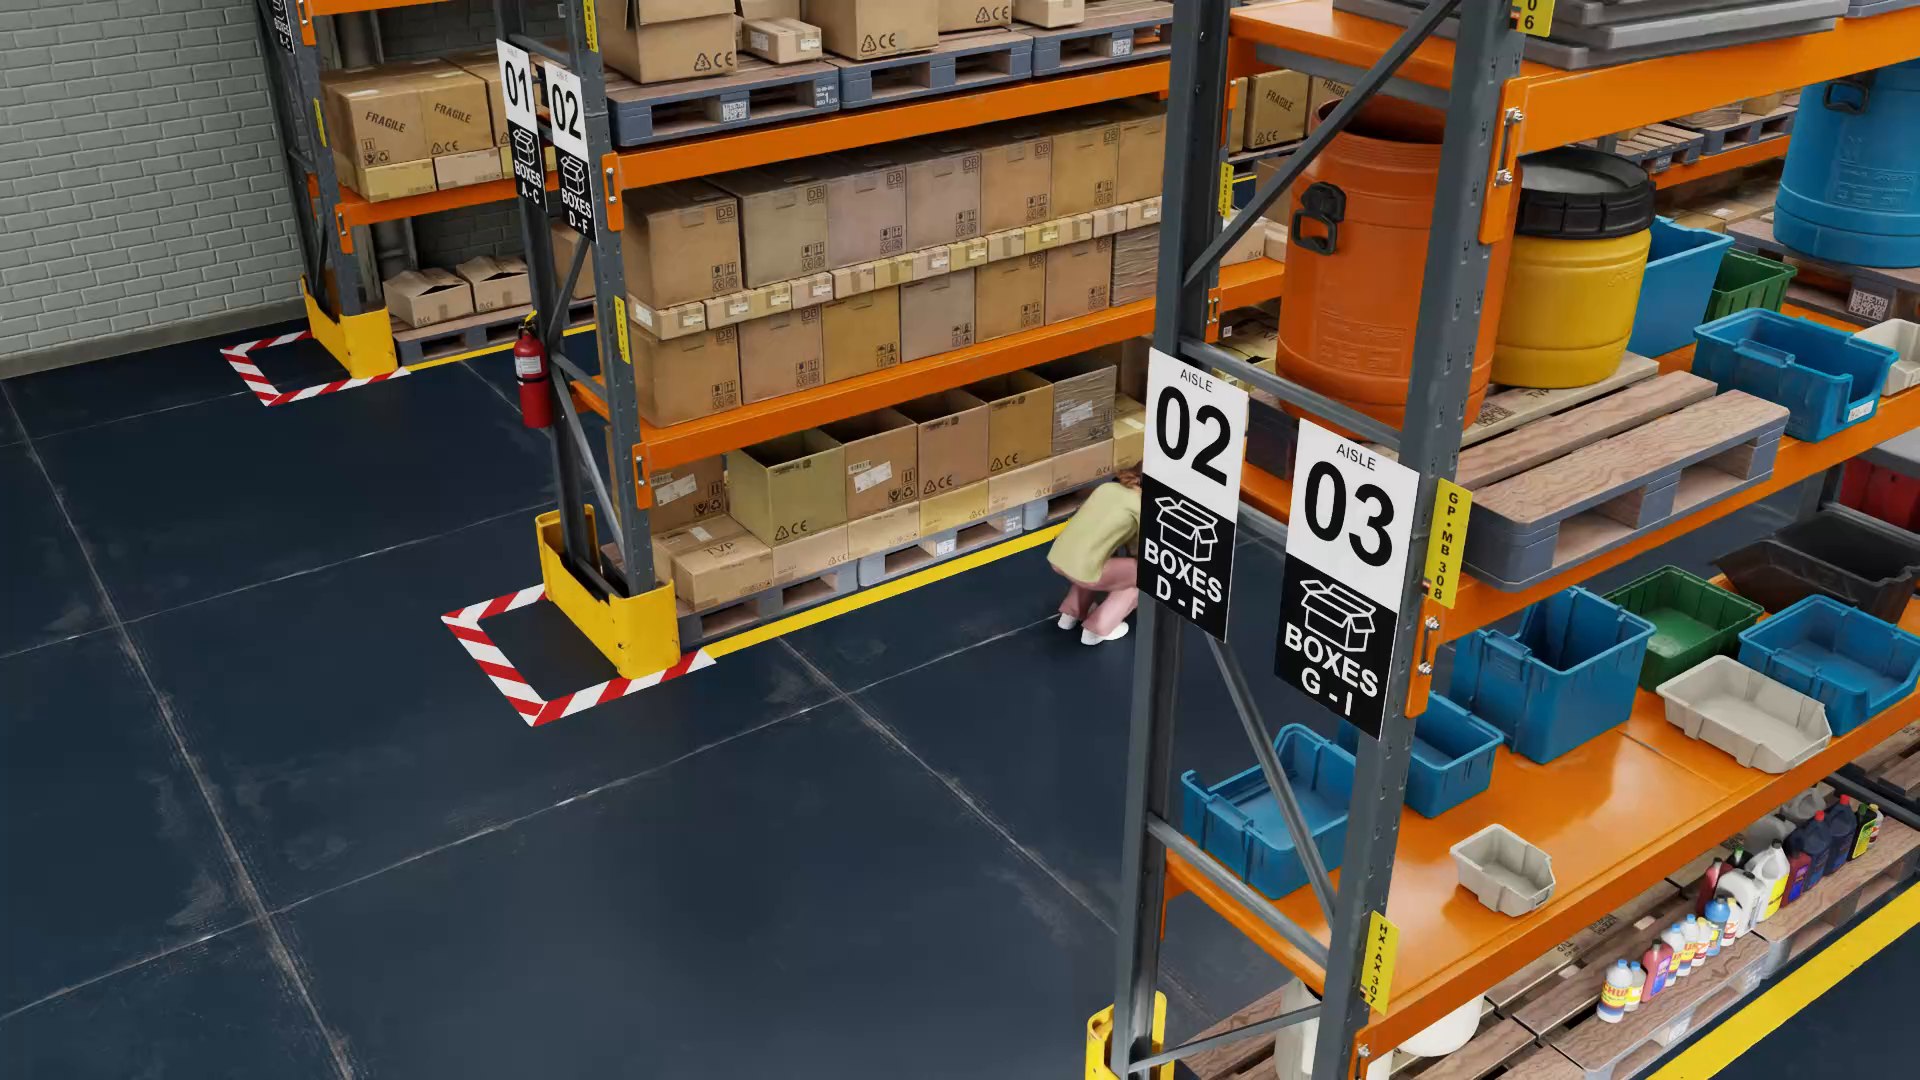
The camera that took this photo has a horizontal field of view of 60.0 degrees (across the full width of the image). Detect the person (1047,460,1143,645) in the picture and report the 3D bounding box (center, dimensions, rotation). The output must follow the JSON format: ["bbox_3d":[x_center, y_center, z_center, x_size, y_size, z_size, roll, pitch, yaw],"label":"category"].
[{"bbox_3d":[0.861,0.057,9.306,0.832,0.929,0.458,-20,34,-32],"label":"person"}]
